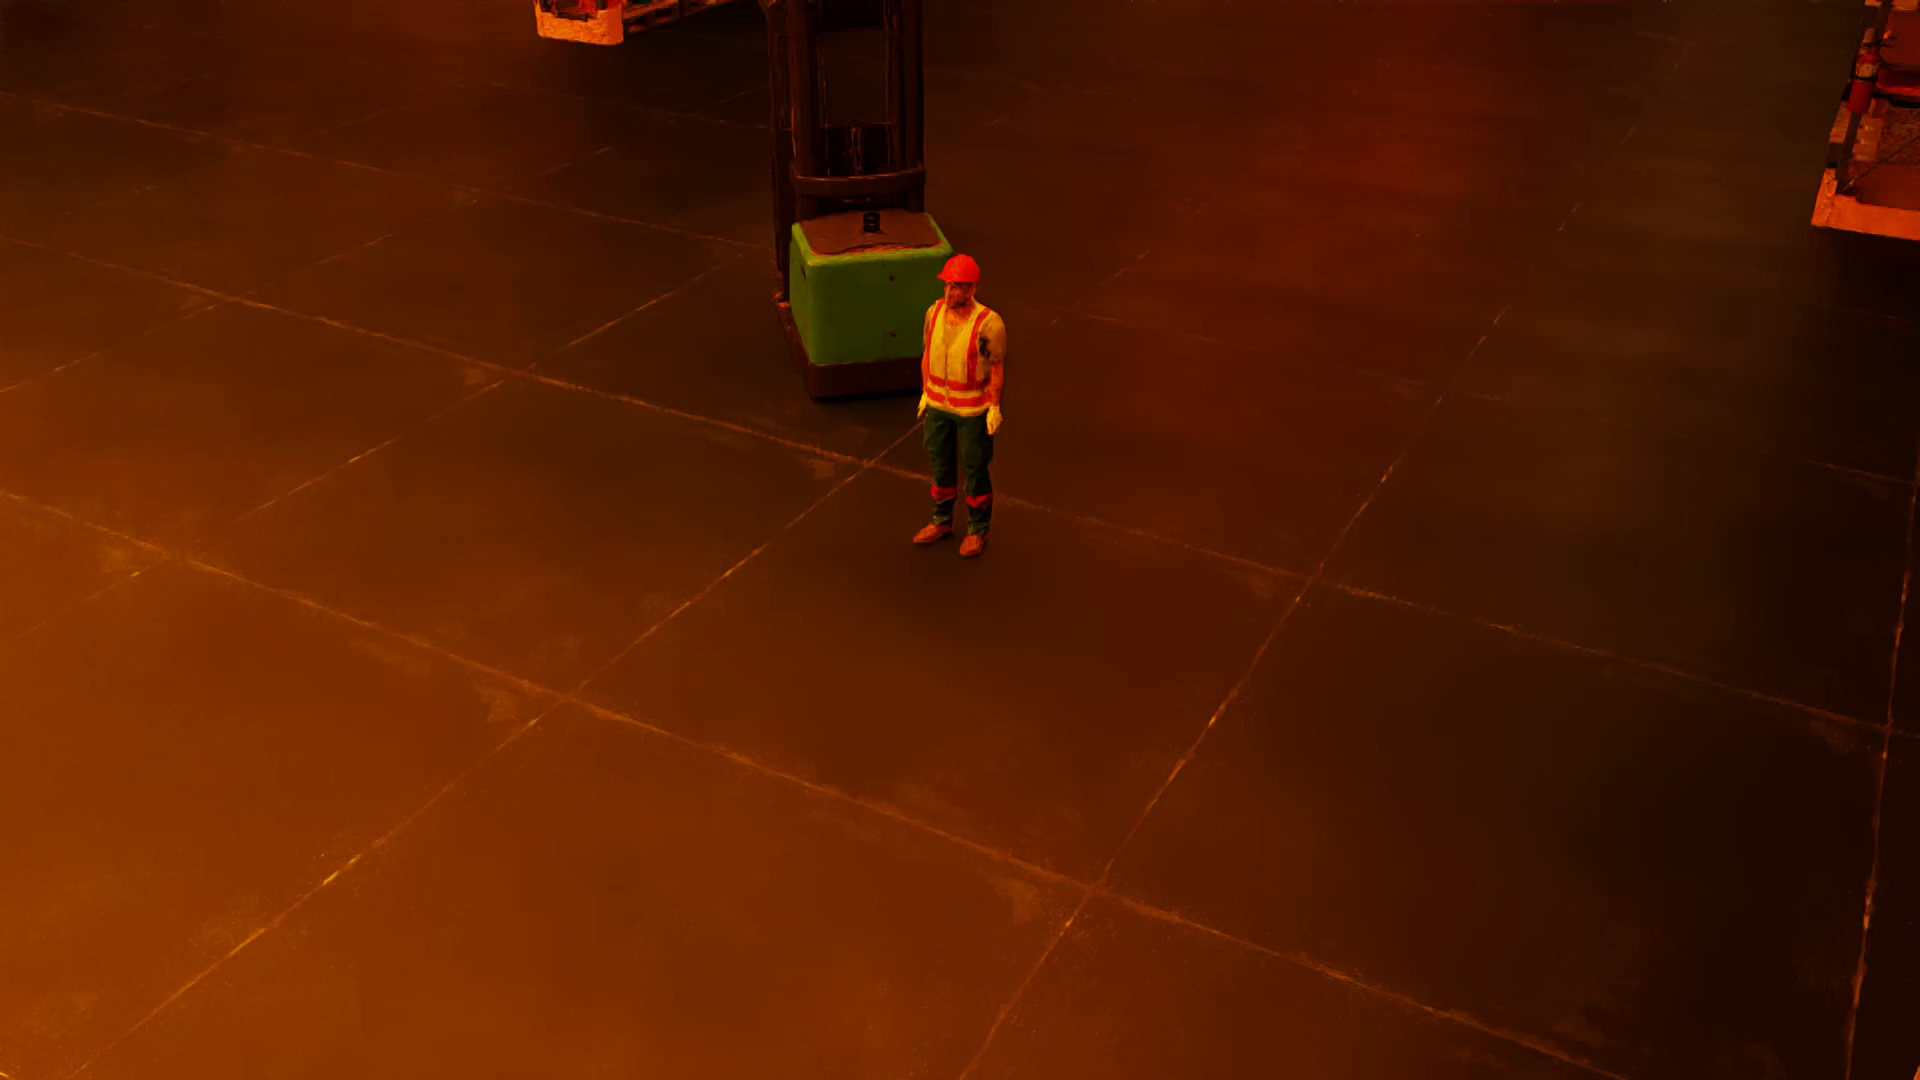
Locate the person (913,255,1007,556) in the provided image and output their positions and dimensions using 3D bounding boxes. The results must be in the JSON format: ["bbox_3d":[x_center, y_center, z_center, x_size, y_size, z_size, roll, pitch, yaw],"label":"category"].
[{"bbox_3d":[-0.009,-0.766,9.539,0.540,1.795,0.349,15,33,25],"label":"person"}]

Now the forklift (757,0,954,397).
[{"bbox_3d":[-0.862,-2.990,12.251,1.130,2.935,3.031,-7,31,-11],"label":"forklift"}]
